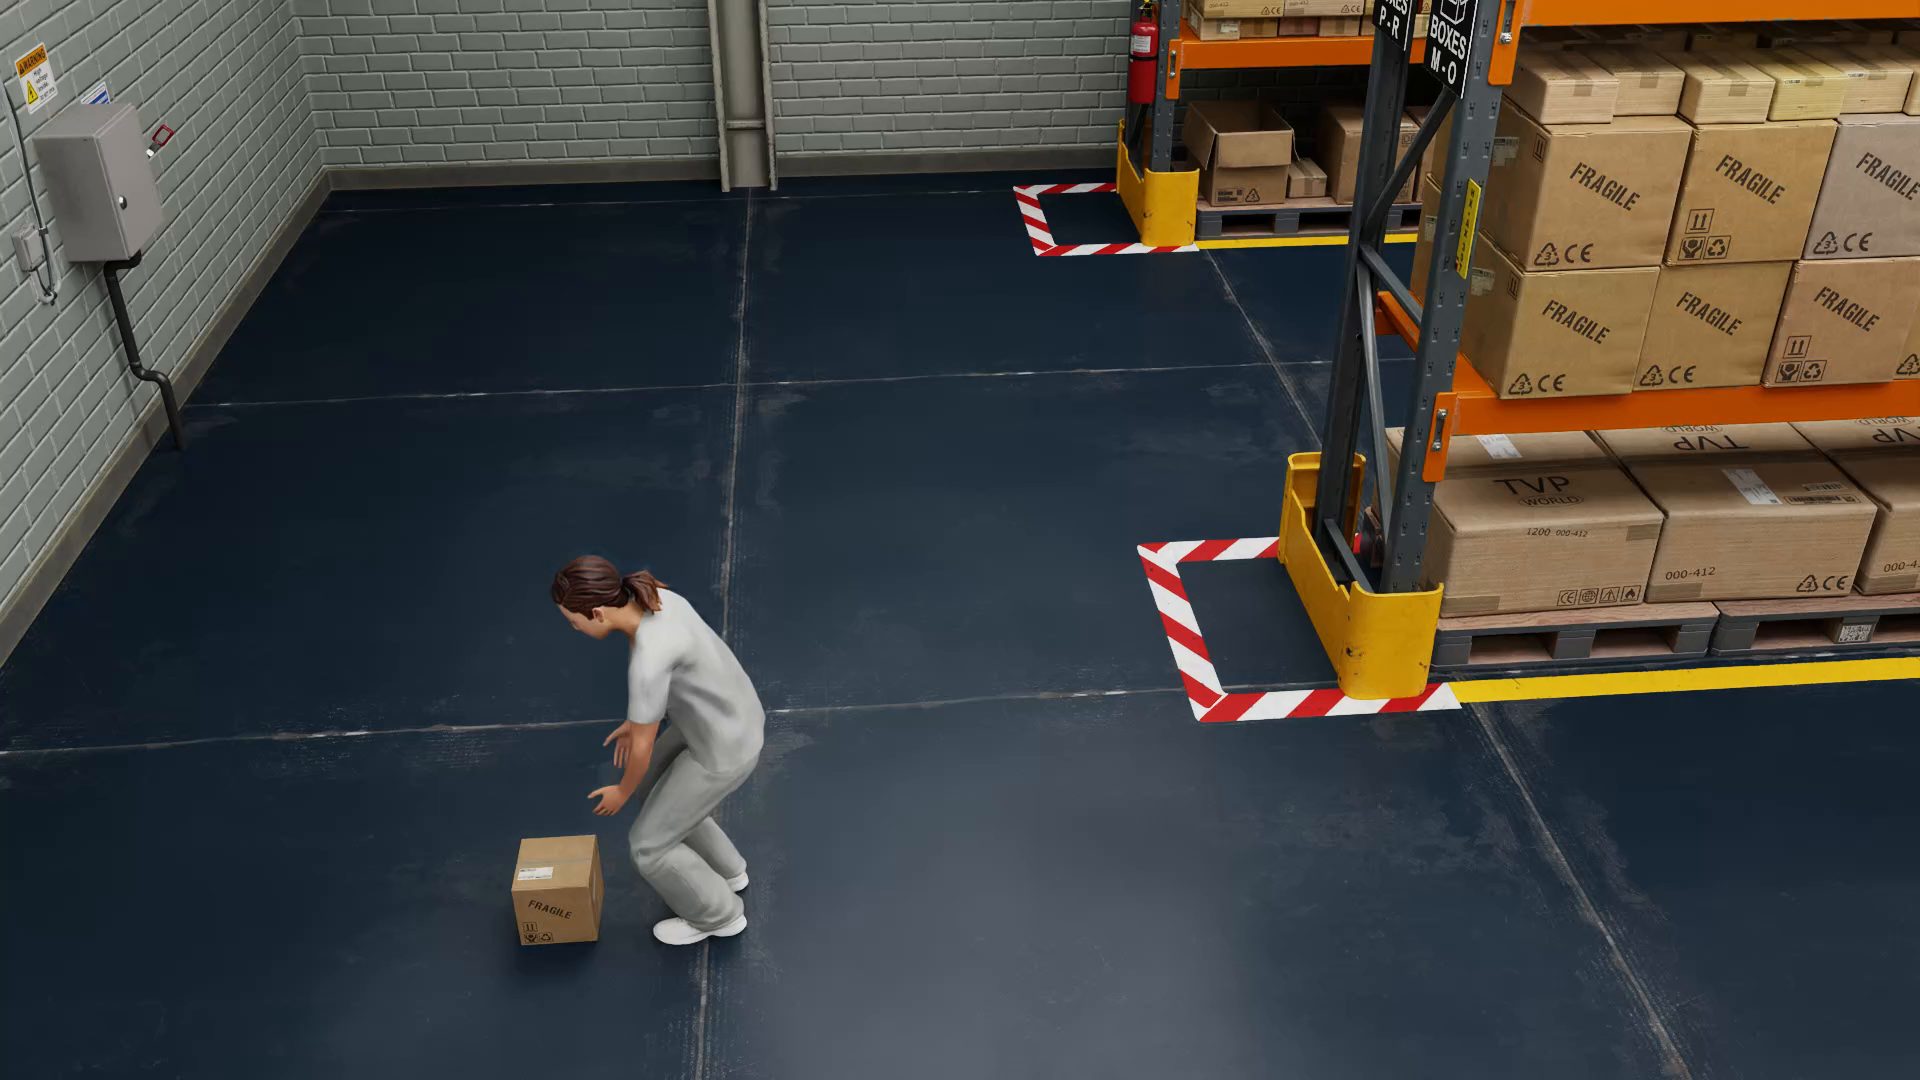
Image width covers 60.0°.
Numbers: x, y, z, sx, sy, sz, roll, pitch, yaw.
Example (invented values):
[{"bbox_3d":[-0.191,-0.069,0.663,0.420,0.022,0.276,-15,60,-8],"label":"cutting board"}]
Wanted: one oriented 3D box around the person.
[{"bbox_3d":[-0.915,0.663,5.271,0.596,1.444,0.489,-3,31,-4],"label":"person"}]
